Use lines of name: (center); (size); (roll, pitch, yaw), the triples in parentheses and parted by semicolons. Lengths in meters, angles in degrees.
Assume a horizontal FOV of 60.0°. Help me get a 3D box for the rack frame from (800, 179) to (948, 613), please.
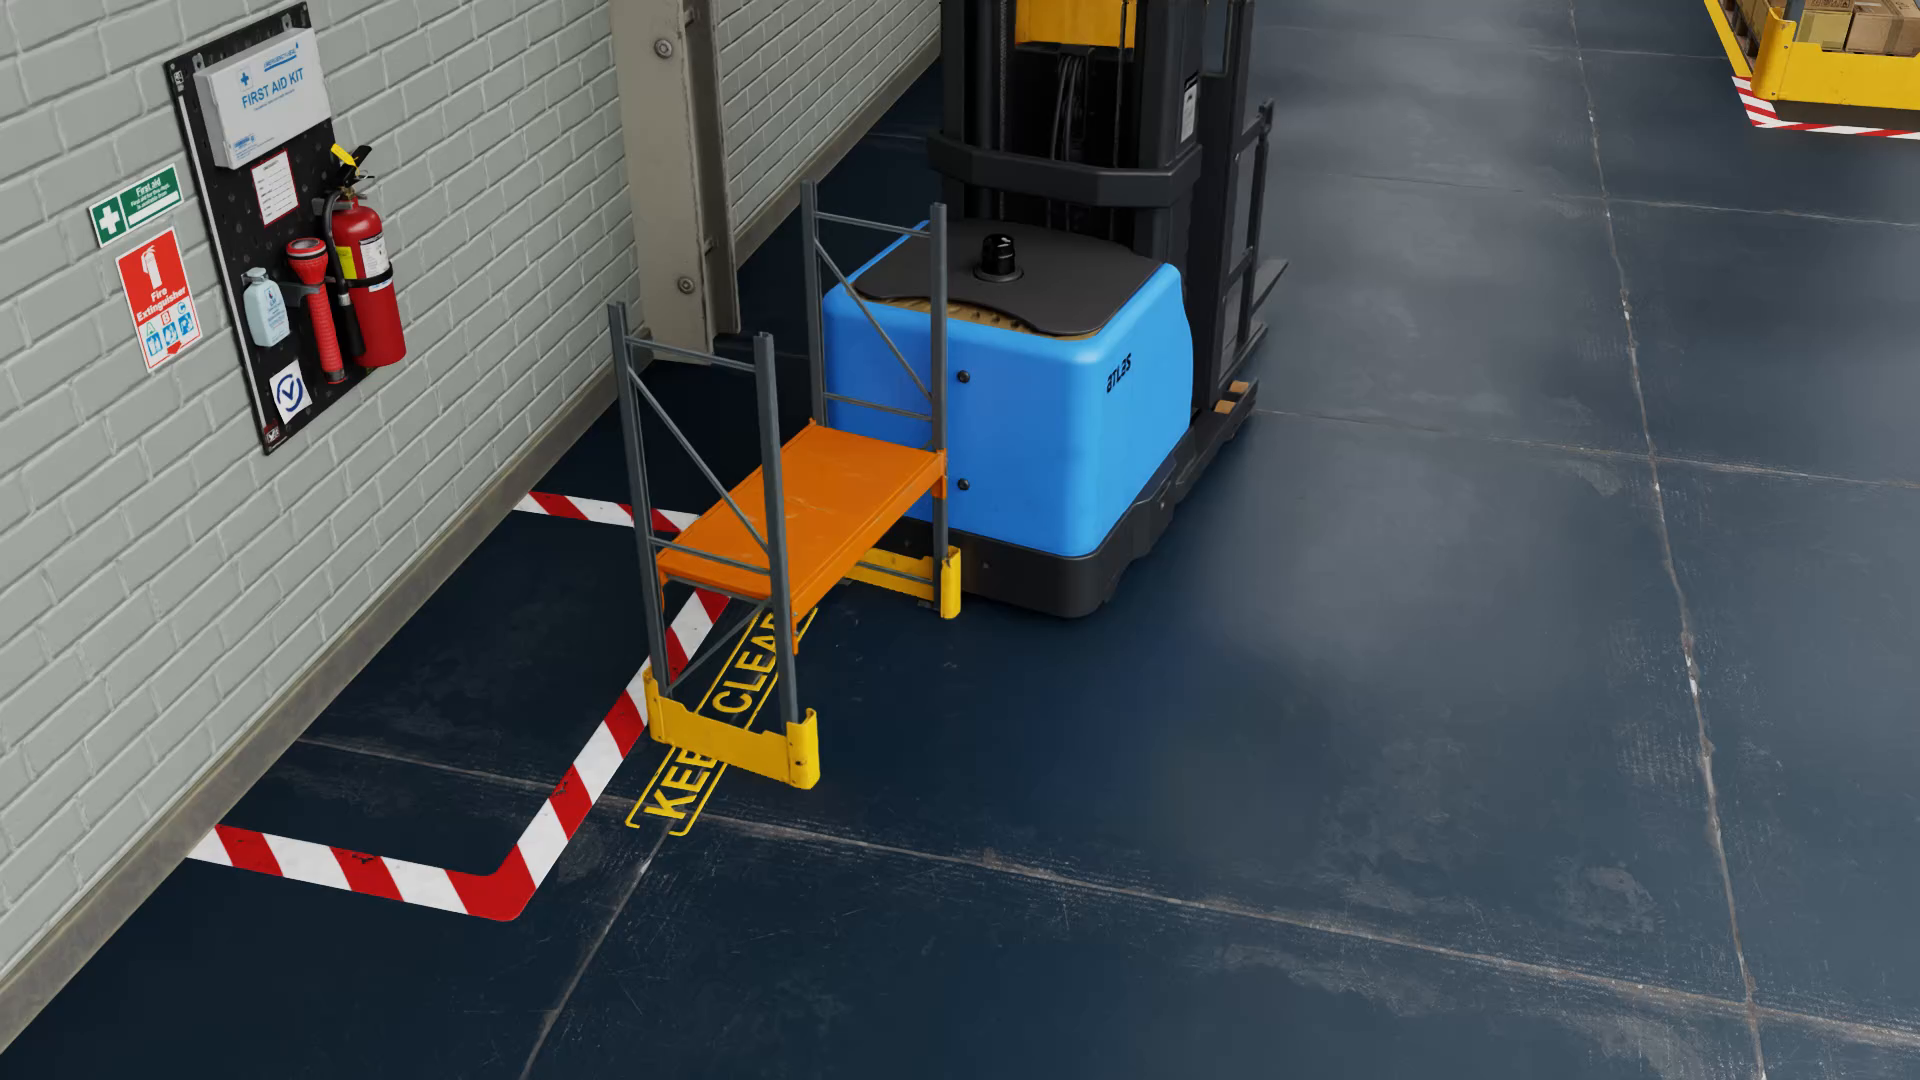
rack frame: (-0.273, -0.440, 5.544); (0.500, 1.500, 0.032); (14, 35, 21)

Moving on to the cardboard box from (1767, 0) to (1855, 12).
cardboard box: (5.598, -3.788, 10.885); (0.500, 0.500, 0.500); (8, 33, 12)

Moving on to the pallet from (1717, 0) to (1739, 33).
pallet: (6.215, -3.993, 12.334); (1.003, 0.211, 1.213); (8, 33, 12)

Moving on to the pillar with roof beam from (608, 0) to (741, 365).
pillar with roof beam: (2.939, -4.121, 4.345); (9.100, 9.000, 0.400); (8, 33, 12)

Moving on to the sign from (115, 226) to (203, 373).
sign: (-2.129, -0.641, 4.428); (0.001, 0.329, 0.234); (8, 33, 12)

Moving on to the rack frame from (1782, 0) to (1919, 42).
rack frame: (5.750, -4.136, 9.959); (1.000, 3.000, 0.127); (8, 33, 12)

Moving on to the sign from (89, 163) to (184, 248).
sign: (-2.119, -0.865, 4.288); (0.001, 0.109, 0.331); (8, 33, 12)

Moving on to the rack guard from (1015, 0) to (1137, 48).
rack guard: (0.976, -3.793, 11.750); (1.175, 0.500, 0.348); (8, 33, 12)

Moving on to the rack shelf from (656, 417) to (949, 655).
rack shelf: (-0.493, -0.042, 5.254); (0.538, 0.185, 1.000); (14, 35, 21)

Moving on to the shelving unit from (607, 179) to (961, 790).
shelving unit: (-0.489, -0.199, 5.164); (0.587, 1.500, 1.083); (14, 35, 21)

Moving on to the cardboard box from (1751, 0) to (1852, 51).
cardboard box: (5.600, -3.471, 11.086); (0.500, 0.250, 0.500); (8, 33, 12)

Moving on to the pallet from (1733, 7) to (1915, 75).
pallet: (5.903, -3.361, 11.341); (1.003, 0.211, 1.213); (8, 33, 12)

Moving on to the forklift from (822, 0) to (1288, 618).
forklift: (0.610, -1.744, 6.261); (1.130, 2.935, 3.031); (14, 35, 21)

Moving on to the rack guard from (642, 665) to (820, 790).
rack guard: (-0.705, 0.570, 5.121); (0.587, 0.250, 0.087); (14, 35, 21)

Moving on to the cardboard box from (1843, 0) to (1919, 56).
cardboard box: (6.101, -3.401, 10.975); (0.500, 0.250, 0.500); (8, 33, 12)

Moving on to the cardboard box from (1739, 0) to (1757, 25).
cardboard box: (5.715, -3.732, 11.496); (0.500, 0.250, 0.500); (8, 33, 12)

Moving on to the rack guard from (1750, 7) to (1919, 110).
rack guard: (5.743, -3.068, 10.611); (1.175, 0.500, 0.348); (8, 33, 12)

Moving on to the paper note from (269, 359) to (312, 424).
paper note: (-2.000, -0.444, 4.974); (0.016, 0.148, 0.142); (8, 33, 12)

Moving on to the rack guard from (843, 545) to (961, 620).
rack guard: (-0.273, 0.088, 5.878); (0.587, 0.250, 0.087); (14, 35, 21)

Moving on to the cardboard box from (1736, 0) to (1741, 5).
cardboard box: (5.840, -3.992, 11.905); (0.500, 0.250, 0.500); (8, 33, 12)

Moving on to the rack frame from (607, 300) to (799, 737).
rack frame: (-0.714, 0.051, 4.771); (0.500, 1.500, 0.032); (14, 35, 21)

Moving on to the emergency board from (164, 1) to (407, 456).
emergency board: (-1.889, -0.898, 4.867); (0.194, 1.169, 0.643); (8, 33, 12)
